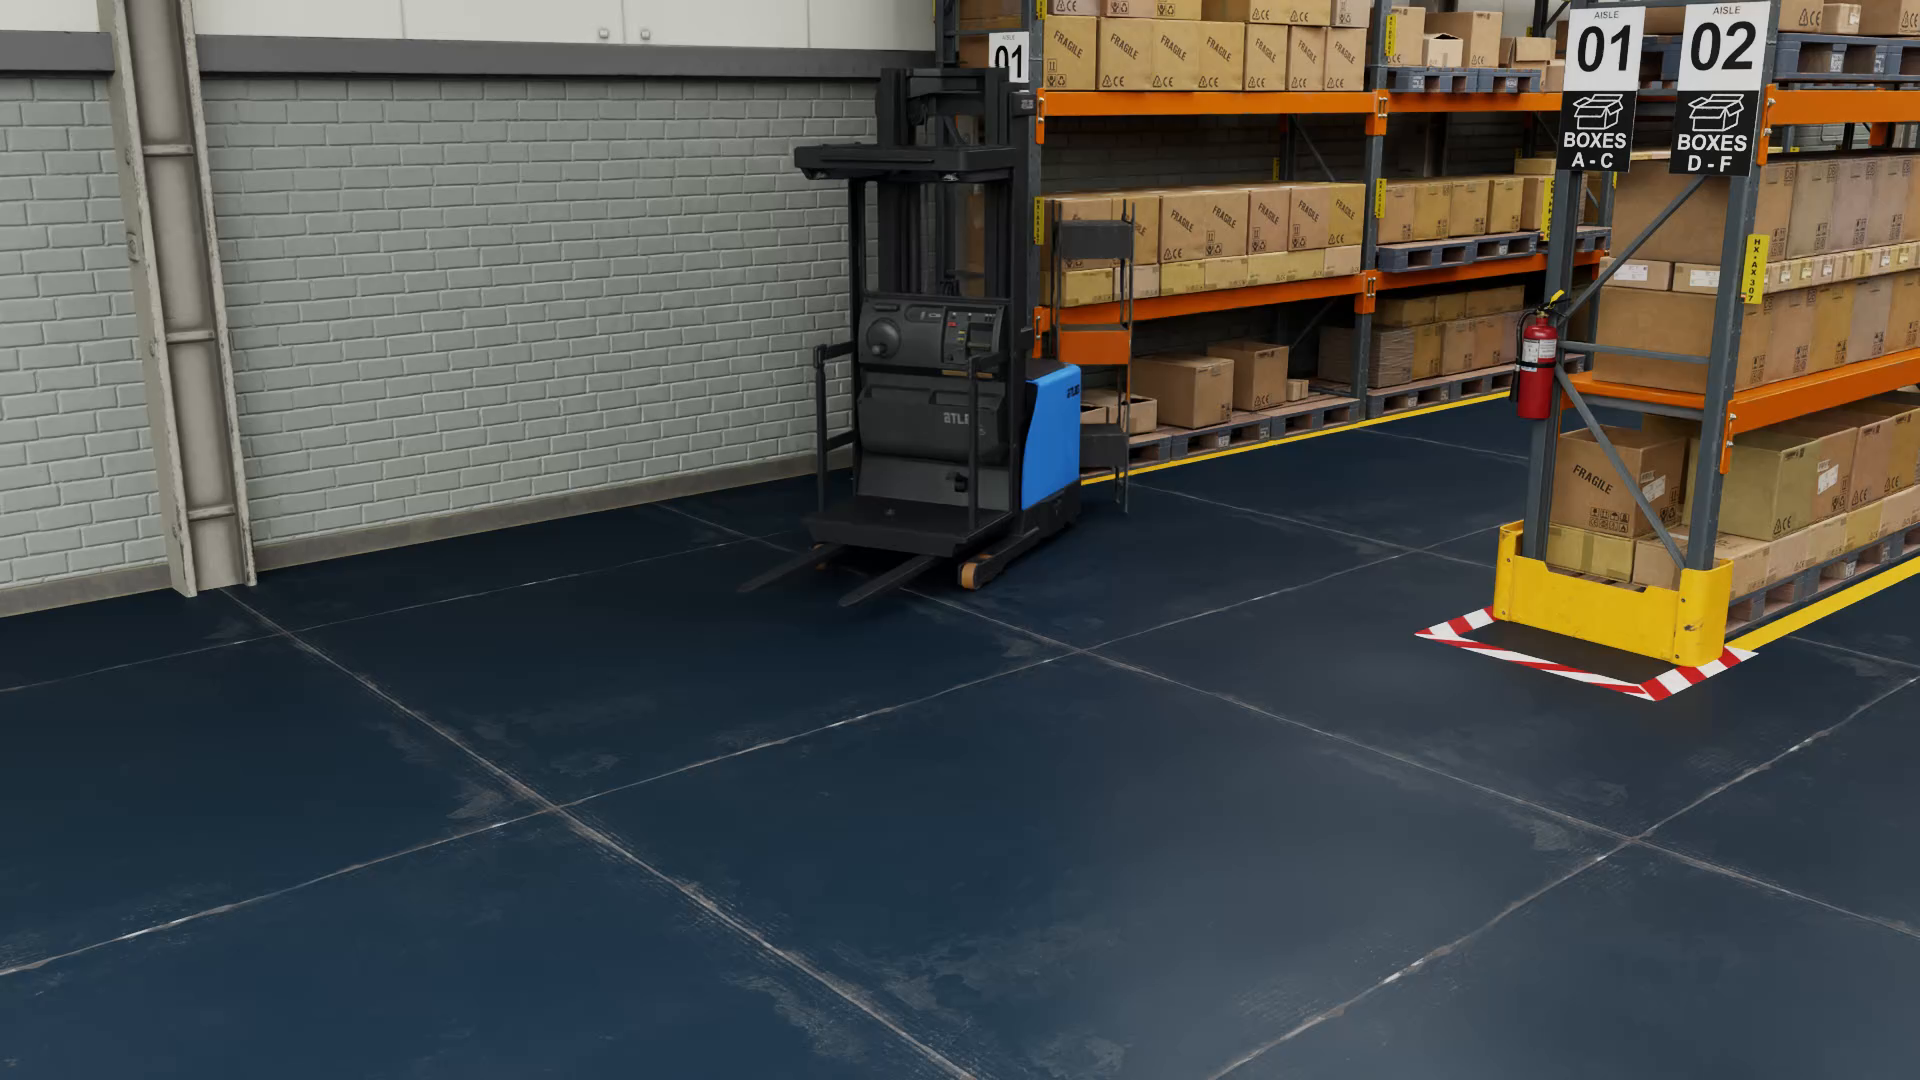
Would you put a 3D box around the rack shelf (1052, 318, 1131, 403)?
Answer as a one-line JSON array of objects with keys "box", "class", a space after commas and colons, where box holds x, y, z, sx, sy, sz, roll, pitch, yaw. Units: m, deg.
[{"box": [0.883, -1.224, 11.317, 0.480, 0.518, 0.431, -1, 15, -4], "class": "rack shelf"}]

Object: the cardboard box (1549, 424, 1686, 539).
[{"box": [3.655, -0.335, 9.253, 0.500, 0.500, 0.500, -13, 19, -39], "class": "cardboard box"}]

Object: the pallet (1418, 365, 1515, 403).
[{"box": [4.716, -1.584, 16.270, 1.213, 0.211, 1.003, -13, 19, -39], "class": "pallet"}]

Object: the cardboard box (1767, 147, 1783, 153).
[{"box": [9.059, -4.381, 19.078, 0.500, 0.250, 0.500, -12, 19, -38], "class": "cardboard box"}]

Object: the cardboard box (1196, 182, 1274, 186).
[{"box": [2.324, -2.765, 14.086, 0.500, 0.500, 0.500, -13, 20, -40], "class": "cardboard box"}]

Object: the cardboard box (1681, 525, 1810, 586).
[{"box": [4.371, 0.043, 9.291, 0.500, 0.250, 0.500, -13, 19, -39], "class": "cardboard box"}]

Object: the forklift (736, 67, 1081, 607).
[{"box": [-0.263, -1.249, 9.747, 1.130, 2.935, 3.031, 7, 16, 24], "class": "forklift"}]

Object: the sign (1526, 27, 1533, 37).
[{"box": [5.868, -5.115, 17.120, 0.005, 0.325, 0.100, -13, 19, -39], "class": "sign"}]

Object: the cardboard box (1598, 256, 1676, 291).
[{"box": [3.609, -1.413, 8.777, 0.250, 0.149, 0.380, -13, 20, -40], "class": "cardboard box"}]

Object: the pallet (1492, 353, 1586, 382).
[{"box": [5.636, -1.789, 17.040, 1.213, 0.211, 1.003, -13, 19, -39], "class": "pallet"}]

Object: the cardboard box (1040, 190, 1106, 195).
[{"box": [0.793, -2.417, 12.787, 0.500, 0.500, 0.500, -12, 19, -39], "class": "cardboard box"}]

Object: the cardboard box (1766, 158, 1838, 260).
[{"box": [4.239, -1.800, 8.970, 0.500, 0.500, 0.700, -13, 20, -41], "class": "cardboard box"}]

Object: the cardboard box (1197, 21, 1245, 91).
[{"box": [1.815, -3.696, 12.730, 0.500, 0.500, 0.500, -11, 19, -36], "class": "cardboard box"}]

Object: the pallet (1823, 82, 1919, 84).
[{"box": [5.837, -2.884, 10.094, 1.213, 0.211, 1.003, -13, 19, -39], "class": "pallet"}]

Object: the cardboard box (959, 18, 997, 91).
[{"box": [0.340, -3.541, 12.147, 0.500, 0.500, 0.500, -11, 18, -35], "class": "cardboard box"}]

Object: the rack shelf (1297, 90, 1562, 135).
[{"box": [4.717, -4.031, 15.612, 4.000, 0.370, 1.077, -13, 19, -39], "class": "rack shelf"}]

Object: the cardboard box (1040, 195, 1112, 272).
[{"box": [0.749, -2.235, 12.104, 0.500, 0.500, 0.500, -13, 19, -39], "class": "cardboard box"}]

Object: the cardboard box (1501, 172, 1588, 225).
[{"box": [5.878, -3.448, 16.799, 0.700, 0.500, 0.500, 13, 20, 40], "class": "cardboard box"}]

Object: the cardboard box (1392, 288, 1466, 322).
[{"box": [4.473, -2.250, 15.900, 0.500, 0.250, 0.500, -13, 20, -41], "class": "cardboard box"}]

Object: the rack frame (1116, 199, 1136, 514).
[{"box": [1.126, -1.242, 11.330, 0.015, 2.100, 0.400, -1, 15, -4], "class": "rack frame"}]

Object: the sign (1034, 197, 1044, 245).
[{"box": [0.547, -2.226, 11.594, 0.005, 0.325, 0.100, -13, 19, -39], "class": "sign"}]

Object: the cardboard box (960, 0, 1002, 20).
[{"box": [0.345, -4.028, 12.033, 0.500, 0.500, 0.500, -12, 19, -37], "class": "cardboard box"}]

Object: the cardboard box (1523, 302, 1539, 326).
[{"box": [5.717, -2.141, 16.945, 0.500, 0.500, 0.700, -12, 19, -39], "class": "cardboard box"}]

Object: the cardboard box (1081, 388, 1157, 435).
[{"box": [1.202, -1.023, 13.126, 0.500, 0.311, 0.500, -11, 18, -35], "class": "cardboard box"}]

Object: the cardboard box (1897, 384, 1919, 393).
[{"box": [6.969, -0.986, 12.058, 0.500, 0.311, 0.500, -12, 19, -38], "class": "cardboard box"}]

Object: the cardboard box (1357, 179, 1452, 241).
[{"box": [4.041, -3.025, 15.215, 0.500, 0.500, 0.700, -10, 18, -34], "class": "cardboard box"}]

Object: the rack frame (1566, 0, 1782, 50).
[{"box": [3.446, -3.848, 7.718, 0.127, 3.000, 1.000, -13, 19, -39], "class": "rack frame"}]

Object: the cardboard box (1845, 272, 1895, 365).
[{"box": [4.972, -1.337, 9.750, 0.500, 0.500, 0.700, -12, 19, -38], "class": "cardboard box"}]

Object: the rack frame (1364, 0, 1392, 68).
[{"box": [3.209, -5.489, 13.863, 0.127, 3.000, 1.000, -13, 19, -39], "class": "rack frame"}]

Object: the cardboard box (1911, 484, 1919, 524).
[{"box": [5.873, -0.298, 10.567, 0.500, 0.250, 0.500, -13, 19, -39], "class": "cardboard box"}]

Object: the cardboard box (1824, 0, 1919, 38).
[{"box": [4.878, -2.946, 8.874, 0.500, 0.500, 0.500, -13, 19, -39], "class": "cardboard box"}]

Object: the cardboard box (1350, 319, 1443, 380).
[{"box": [4.110, -1.821, 15.746, 0.500, 0.500, 0.700, -13, 20, -40], "class": "cardboard box"}]

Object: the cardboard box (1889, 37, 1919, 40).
[{"box": [5.138, -3.142, 9.604, 0.637, 0.503, 0.797, -10, 18, -33], "class": "cardboard box"}]

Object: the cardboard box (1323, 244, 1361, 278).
[{"box": [3.050, -2.389, 14.133, 0.500, 0.250, 0.500, -13, 19, -39], "class": "cardboard box"}]

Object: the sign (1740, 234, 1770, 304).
[{"box": [3.806, -1.297, 7.962, 0.005, 0.325, 0.100, -13, 19, -39], "class": "sign"}]

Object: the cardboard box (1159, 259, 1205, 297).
[{"box": [1.538, -2.047, 12.854, 0.500, 0.250, 0.500, -13, 20, -40], "class": "cardboard box"}]

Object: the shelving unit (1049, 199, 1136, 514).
[{"box": [0.883, -1.237, 11.313, 0.503, 2.100, 0.431, -1, 15, -4], "class": "shelving unit"}]

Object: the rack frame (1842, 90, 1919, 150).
[{"box": [12.261, -4.624, 22.248, 0.127, 3.000, 1.000, -13, 19, -39], "class": "rack frame"}]

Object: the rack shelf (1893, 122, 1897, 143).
[{"box": [7.972, -3.068, 12.004, 4.000, 0.370, 1.077, -13, 19, -39], "class": "rack shelf"}]

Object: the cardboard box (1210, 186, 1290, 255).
[{"box": [2.295, -2.581, 13.400, 0.500, 0.500, 0.500, -13, 20, -41], "class": "cardboard box"}]

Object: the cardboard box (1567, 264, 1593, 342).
[{"box": [6.867, -2.532, 17.768, 0.750, 0.750, 0.750, -13, 20, -40], "class": "cardboard box"}]

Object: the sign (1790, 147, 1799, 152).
[{"box": [9.607, -4.363, 19.183, 0.005, 0.325, 0.100, -13, 19, -39], "class": "sign"}]

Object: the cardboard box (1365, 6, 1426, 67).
[{"box": [3.674, -4.368, 14.472, 0.500, 0.500, 0.500, -9, 18, -32], "class": "cardboard box"}]

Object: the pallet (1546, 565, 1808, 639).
[{"box": [3.995, 0.260, 9.368, 1.213, 0.211, 1.003, -13, 19, -39], "class": "pallet"}]

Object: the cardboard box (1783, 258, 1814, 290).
[{"box": [4.270, -1.423, 8.815, 0.250, 0.149, 0.380, -13, 19, -39], "class": "cardboard box"}]

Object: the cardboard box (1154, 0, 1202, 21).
[{"box": [1.432, -4.086, 12.251, 0.500, 0.500, 0.500, -12, 19, -38], "class": "cardboard box"}]

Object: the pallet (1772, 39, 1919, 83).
[{"box": [4.917, -2.679, 9.324, 1.213, 0.211, 1.003, -13, 19, -39], "class": "pallet"}]

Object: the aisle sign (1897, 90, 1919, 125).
[{"box": [12.512, -5.834, 21.739, 0.004, 0.787, 0.394, -13, 19, -39], "class": "aisle sign"}]

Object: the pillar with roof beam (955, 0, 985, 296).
[{"box": [2.977, -4.261, 9.263, 0.400, 9.000, 9.100, -13, 19, -39], "class": "pillar with roof beam"}]

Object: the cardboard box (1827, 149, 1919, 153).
[{"box": [5.752, -2.140, 10.242, 0.500, 0.500, 0.700, -13, 20, -39], "class": "cardboard box"}]

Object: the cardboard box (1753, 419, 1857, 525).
[{"box": [4.741, -0.406, 9.519, 0.500, 0.500, 0.500, -13, 19, -39], "class": "cardboard box"}]

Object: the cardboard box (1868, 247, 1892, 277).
[{"box": [5.043, -1.596, 9.462, 0.250, 0.149, 0.380, -12, 19, -39], "class": "cardboard box"}]

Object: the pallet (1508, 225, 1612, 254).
[{"box": [5.758, -3.034, 16.669, 1.003, 0.211, 1.213, -13, 19, -39], "class": "pallet"}]
